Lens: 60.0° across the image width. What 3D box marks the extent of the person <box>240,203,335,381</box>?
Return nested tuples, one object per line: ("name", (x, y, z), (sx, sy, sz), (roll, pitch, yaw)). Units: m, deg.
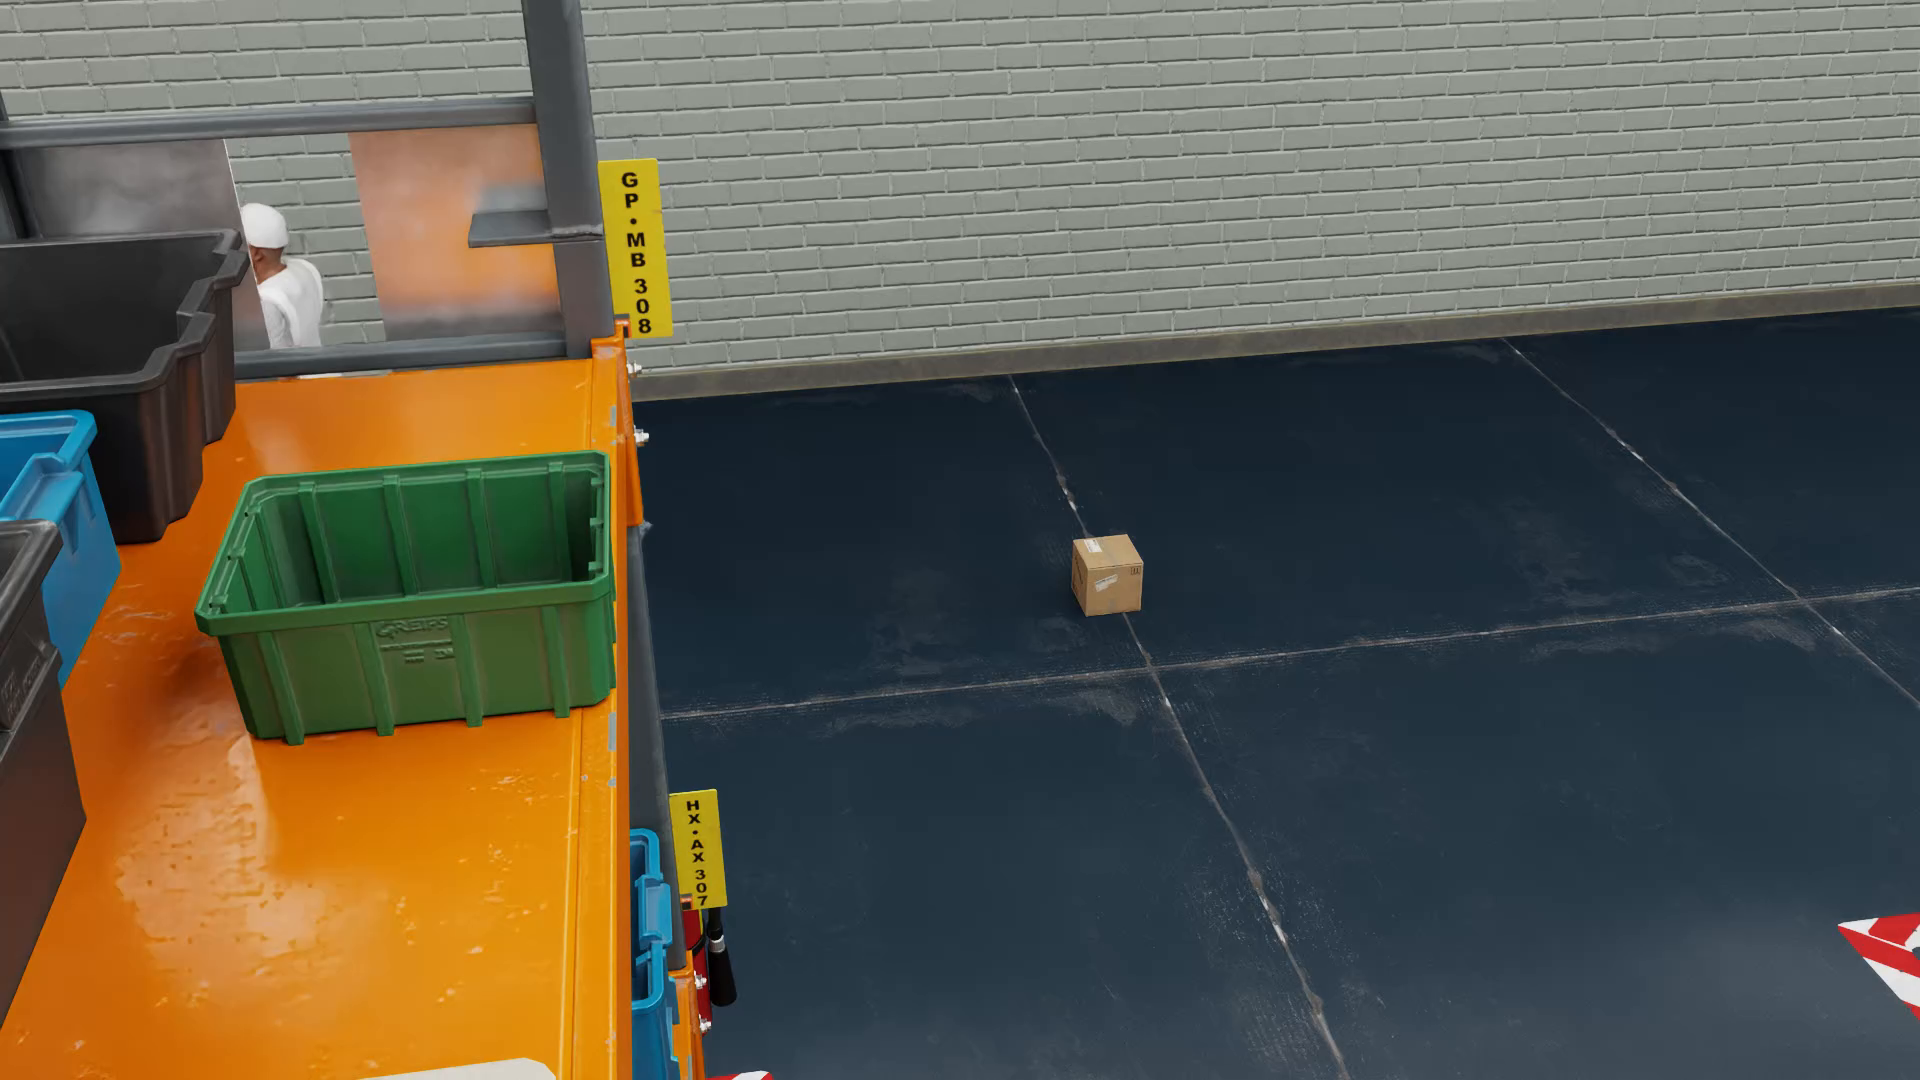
("person", (-2.969, -0.592, 7.090), (0.892, 1.754, 0.561), (3, 31, 4))
